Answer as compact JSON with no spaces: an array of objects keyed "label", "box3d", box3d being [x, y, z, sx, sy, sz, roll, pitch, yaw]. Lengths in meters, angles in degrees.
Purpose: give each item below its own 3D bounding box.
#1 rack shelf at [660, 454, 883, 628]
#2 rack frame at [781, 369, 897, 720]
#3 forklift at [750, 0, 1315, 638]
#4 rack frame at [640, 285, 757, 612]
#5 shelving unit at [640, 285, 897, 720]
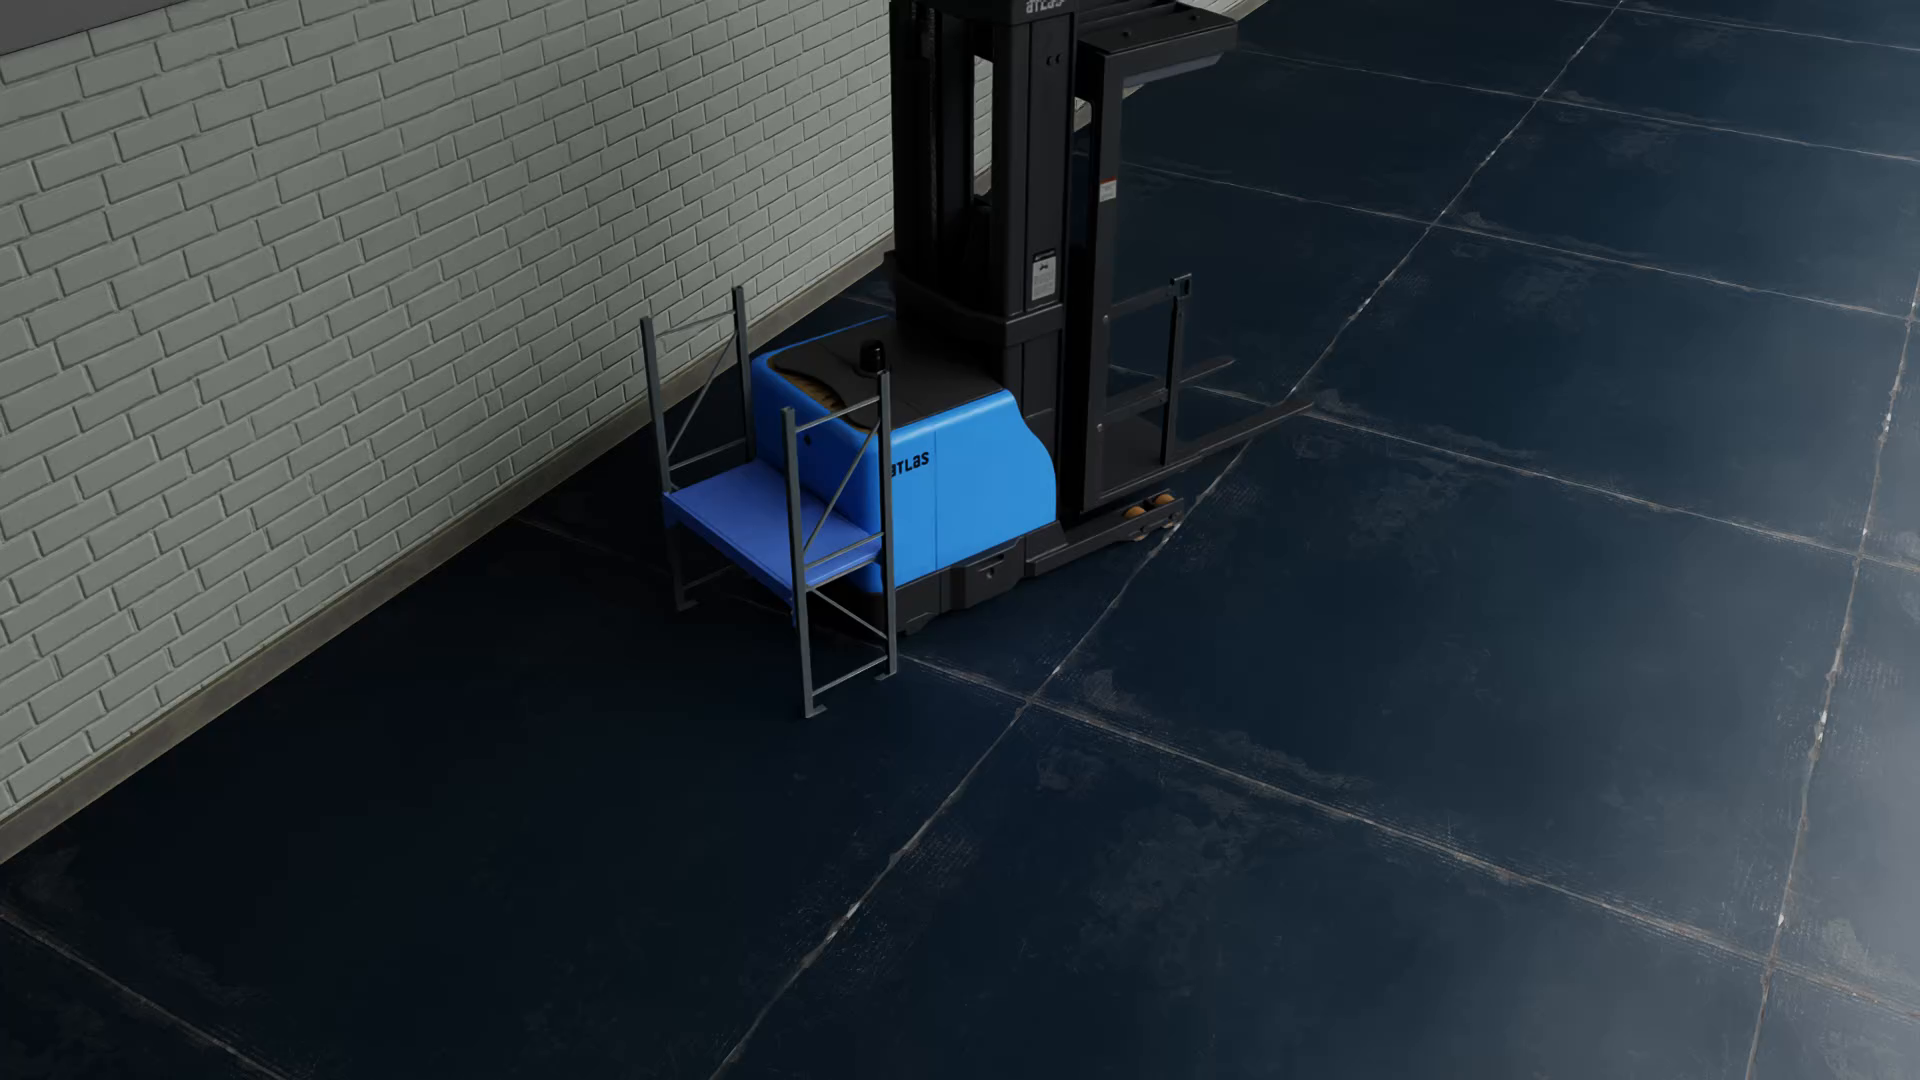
[{"label":"rack shelf","box3d":[-0.807,-0.018,7.249,0.538,0.185,1.000,-25,41,-33]},{"label":"rack frame","box3d":[-0.478,0.047,6.826,0.500,1.500,0.032,-25,41,-33]},{"label":"forklift","box3d":[0.506,-1.429,7.752,3.031,2.935,1.130,-22,40,-30]},{"label":"rack frame","box3d":[-1.135,-0.383,7.472,0.500,1.500,0.032,-25,41,-33]},{"label":"shelving unit","box3d":[-0.807,-0.168,7.149,0.538,1.500,1.048,-25,41,-33]}]
